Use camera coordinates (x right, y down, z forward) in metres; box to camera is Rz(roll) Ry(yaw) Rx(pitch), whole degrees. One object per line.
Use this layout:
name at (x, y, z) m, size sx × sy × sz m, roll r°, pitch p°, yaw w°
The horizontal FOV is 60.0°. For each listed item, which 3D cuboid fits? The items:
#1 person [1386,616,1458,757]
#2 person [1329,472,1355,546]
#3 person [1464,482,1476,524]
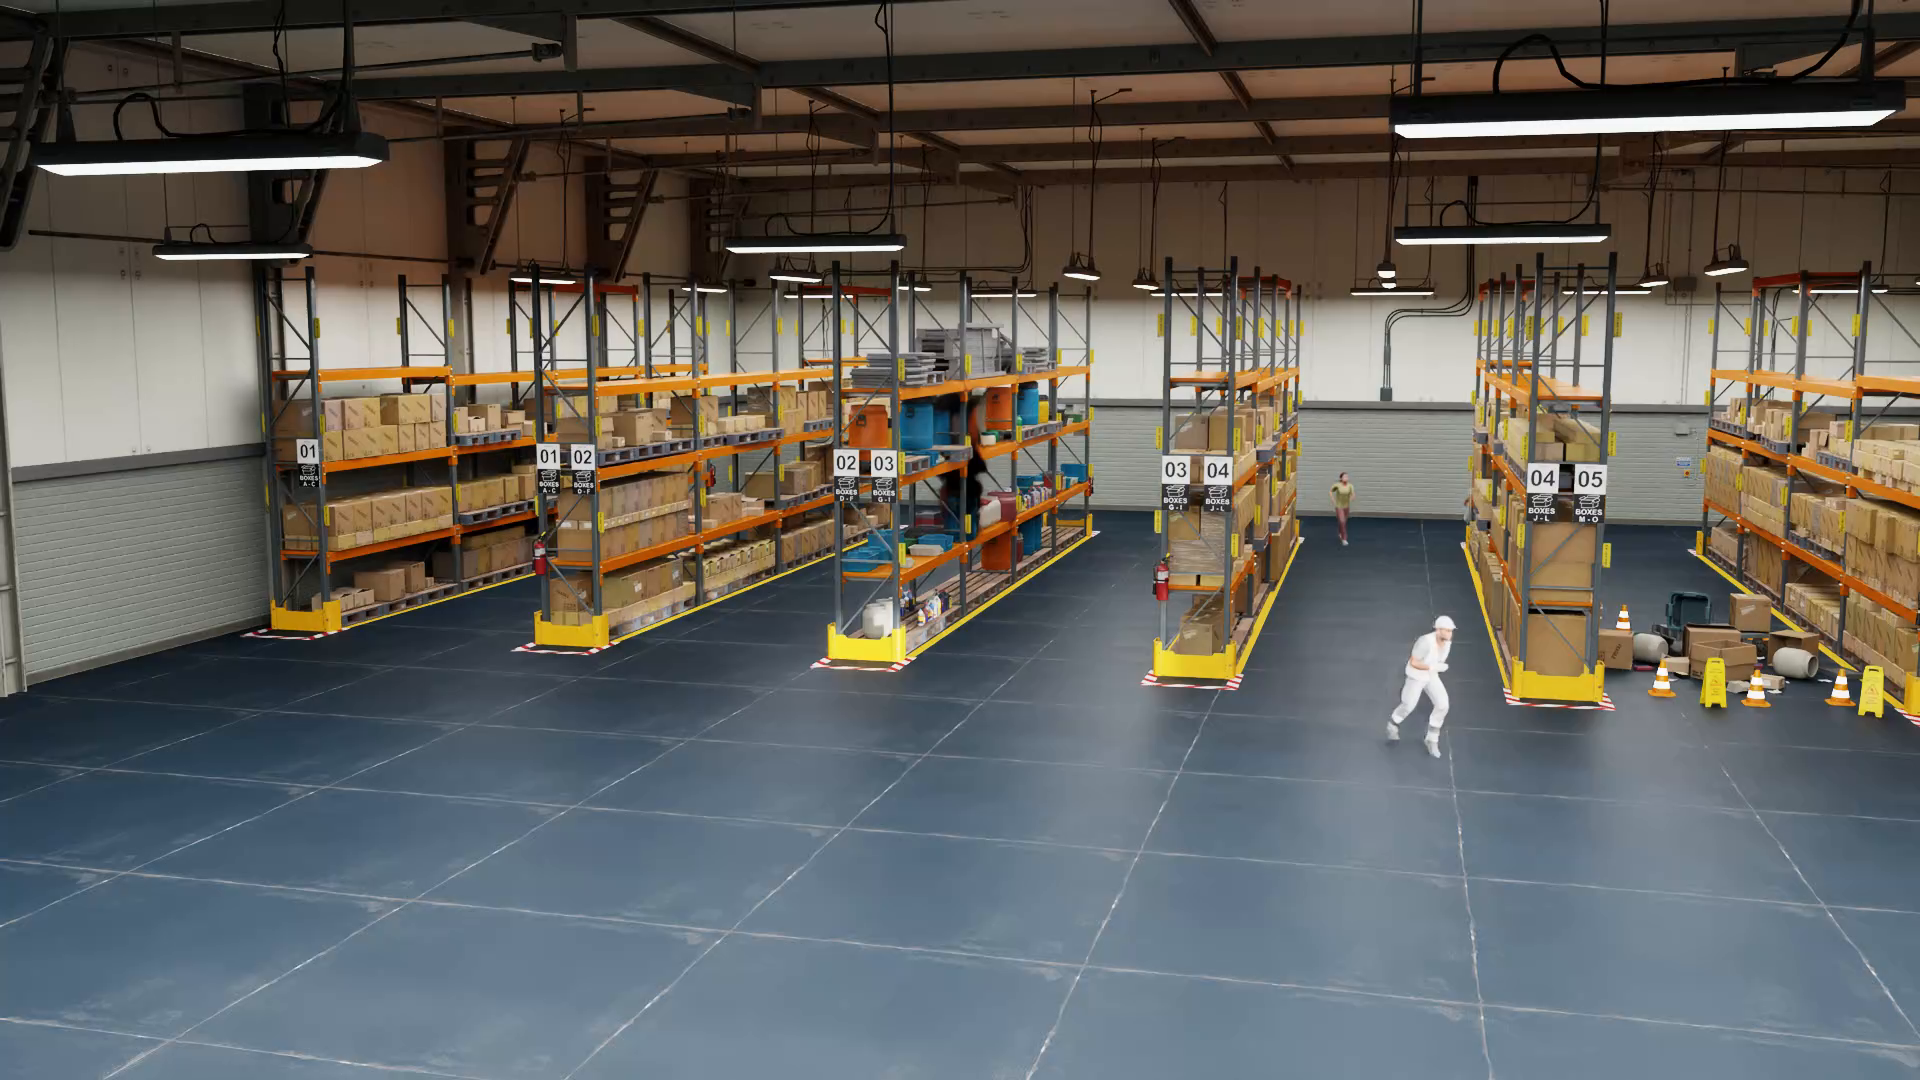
person at (5.487, 1.701, 19.753) m, size 0.705 × 1.718 × 1.015 m, roll -4°, pitch 8°, yaw -30°
person at (8.935, -0.751, 38.900) m, size 0.581 × 1.679 × 0.943 m, roll -1°, pitch 7°, yaw -5°
person at (12.220, -0.842, 39.357) m, size 0.580 × 1.717 × 0.698 m, roll -4°, pitch 8°, yaw -29°
